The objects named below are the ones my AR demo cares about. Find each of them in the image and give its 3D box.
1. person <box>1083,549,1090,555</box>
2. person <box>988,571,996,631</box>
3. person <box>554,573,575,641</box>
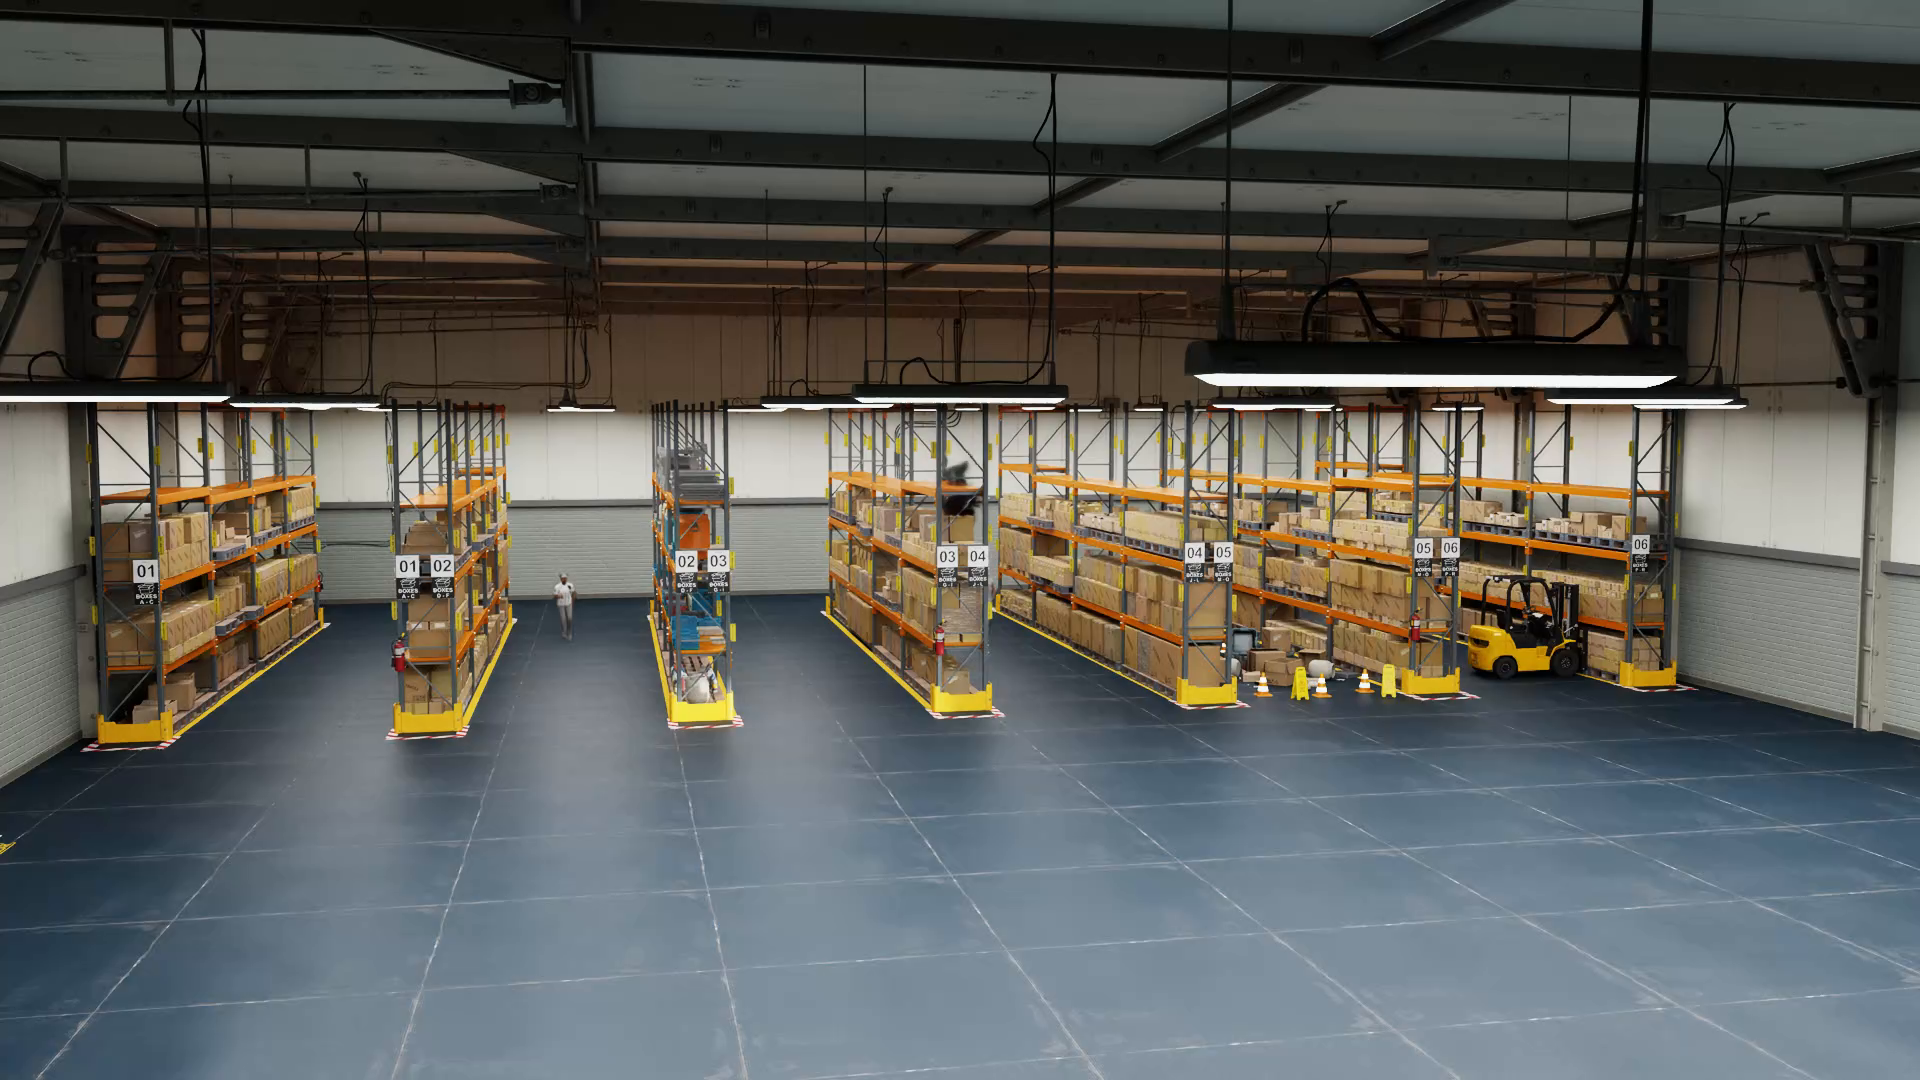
[{"bbox_3d":[4.174,1.109,50.629,0.920,1.687,0.668,-2,5,-21],"label":"person"},{"bbox_3d":[0.695,1.590,44.226,0.572,1.631,0.636,-1,4,-11],"label":"person"},{"bbox_3d":[-10.065,1.698,42.368,0.554,1.751,0.746,-1,4,-16],"label":"person"}]
